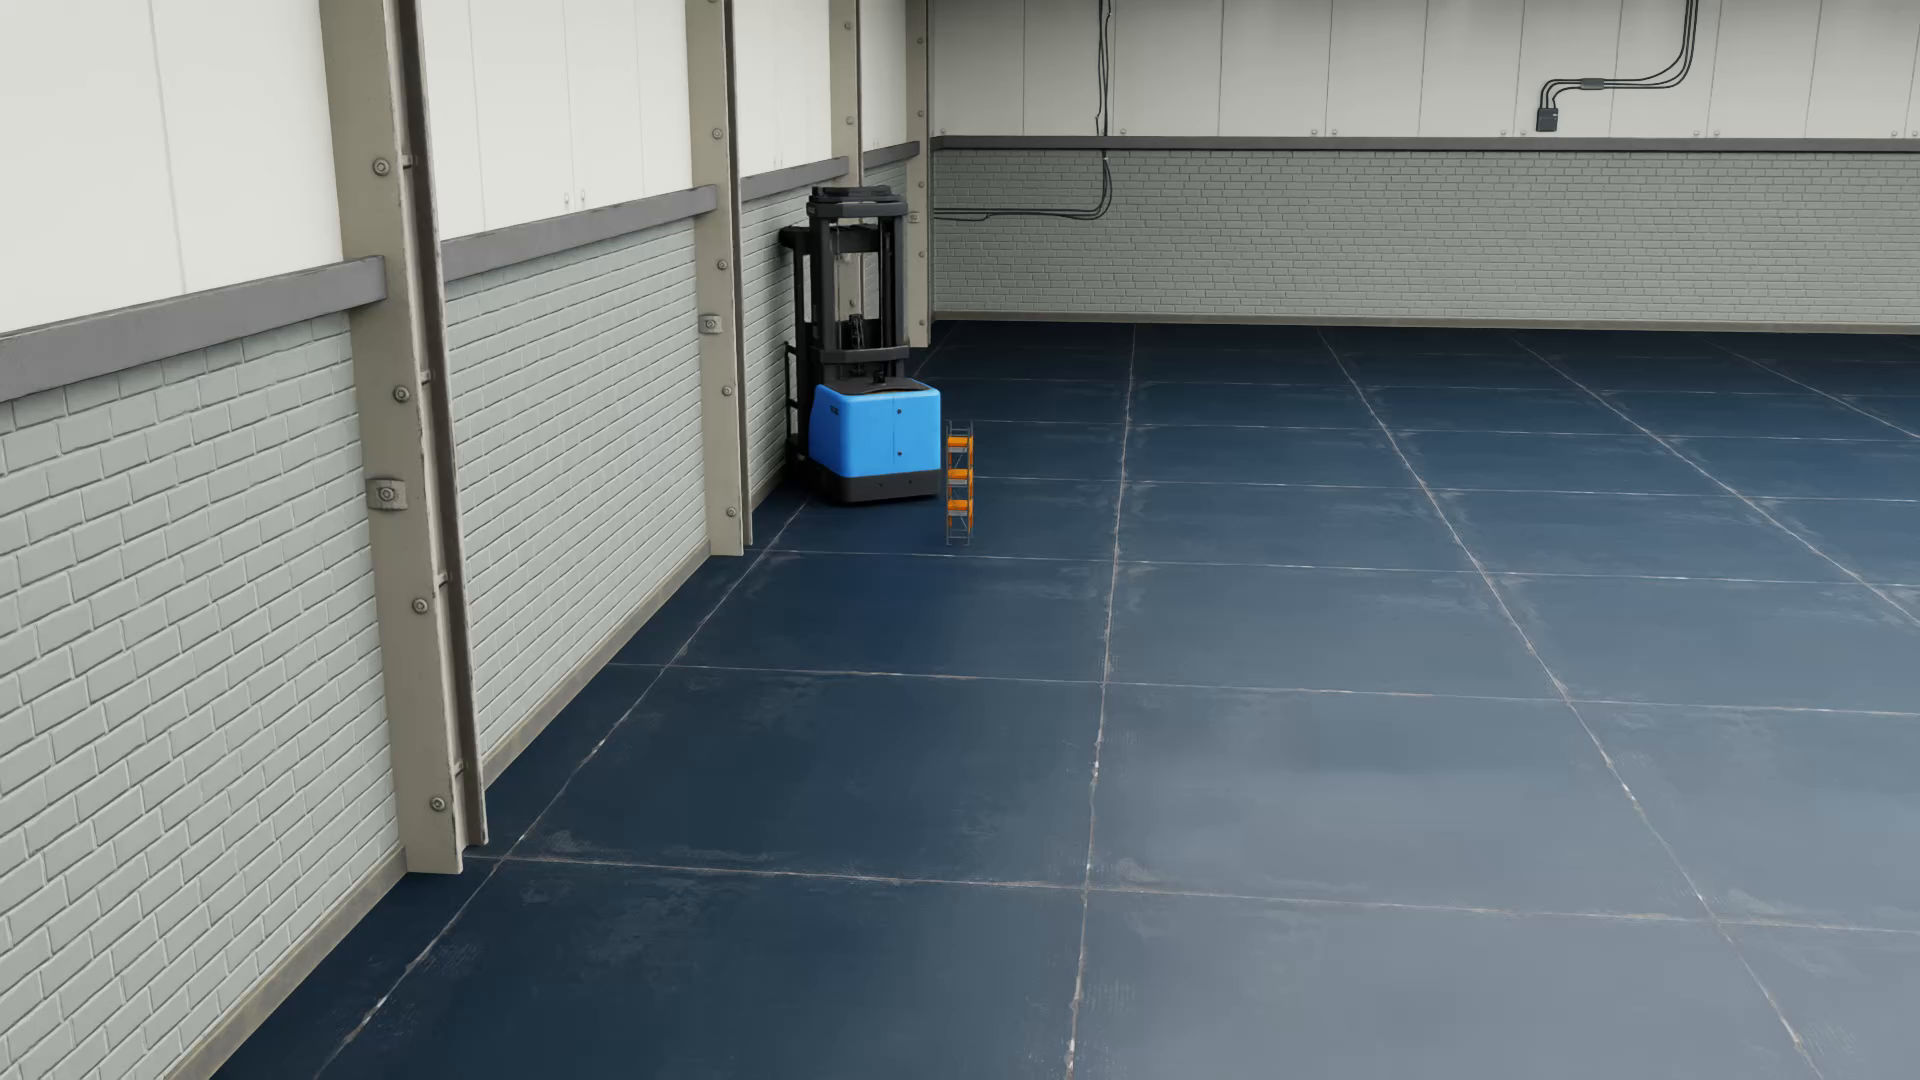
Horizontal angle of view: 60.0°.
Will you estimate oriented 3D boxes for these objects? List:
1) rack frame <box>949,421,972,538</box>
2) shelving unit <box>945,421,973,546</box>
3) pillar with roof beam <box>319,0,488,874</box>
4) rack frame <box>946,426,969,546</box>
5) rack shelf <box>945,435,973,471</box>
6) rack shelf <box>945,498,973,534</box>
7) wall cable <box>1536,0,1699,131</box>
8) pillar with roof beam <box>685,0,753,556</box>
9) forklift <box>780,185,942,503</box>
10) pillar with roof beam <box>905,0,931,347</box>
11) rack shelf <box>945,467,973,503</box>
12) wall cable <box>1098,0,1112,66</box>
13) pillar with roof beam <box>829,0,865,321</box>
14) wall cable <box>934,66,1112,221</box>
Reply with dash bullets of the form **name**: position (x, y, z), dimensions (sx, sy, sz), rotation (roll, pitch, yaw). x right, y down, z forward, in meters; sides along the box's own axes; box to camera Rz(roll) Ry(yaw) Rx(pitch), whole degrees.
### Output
- **rack frame**: position (0.008, -0.525, 14.591), dimensions (0.200, 1.050, 0.008), rotation (2, 15, 6)
- **shelving unit**: position (-0.006, -0.493, 14.474), dimensions (0.215, 1.050, 0.252), rotation (2, 15, 6)
- **pillar with roof beam**: position (1.612, -2.583, 6.973), dimensions (9.100, 9.000, 0.400), rotation (2, 15, 6)
- **rack frame**: position (-0.020, -0.461, 14.357), dimensions (0.200, 1.050, 0.008), rotation (2, 15, 6)
- **rack shelf**: position (-0.006, -0.757, 14.402), dimensions (0.215, 0.259, 0.240), rotation (2, 15, 6)
- **rack shelf**: position (-0.006, -0.214, 14.549), dimensions (0.215, 0.259, 0.240), rotation (2, 15, 6)
- **wall cable**: position (10.443, -9.461, 25.896), dimensions (2.305, 6.003, 0.169), rotation (2, 15, 6)
- **pillar with roof beam**: position (2.289, -4.139, 12.728), dimensions (9.100, 9.000, 0.400), rotation (2, 15, 6)
- **forklift**: position (-1.210, -2.109, 16.847), dimensions (1.130, 2.935, 3.031), rotation (-6, 16, -22)
- **pillar with roof beam**: position (3.643, -7.251, 24.238), dimensions (9.100, 9.000, 0.400), rotation (2, 15, 6)
- **rack shelf**: position (-0.006, -0.483, 14.476), dimensions (0.215, 0.259, 0.240), rotation (2, 15, 6)
- **wall cable**: position (3.700, -8.962, 26.840), dimensions (3.097, 2.526, 0.112), rotation (2, 15, 6)
- **pillar with roof beam**: position (2.966, -5.695, 18.483), dimensions (9.100, 9.000, 0.400), rotation (2, 15, 6)
- **wall cable**: position (1.012, -6.604, 27.794), dimensions (3.097, 2.526, 0.112), rotation (2, 15, 6)
